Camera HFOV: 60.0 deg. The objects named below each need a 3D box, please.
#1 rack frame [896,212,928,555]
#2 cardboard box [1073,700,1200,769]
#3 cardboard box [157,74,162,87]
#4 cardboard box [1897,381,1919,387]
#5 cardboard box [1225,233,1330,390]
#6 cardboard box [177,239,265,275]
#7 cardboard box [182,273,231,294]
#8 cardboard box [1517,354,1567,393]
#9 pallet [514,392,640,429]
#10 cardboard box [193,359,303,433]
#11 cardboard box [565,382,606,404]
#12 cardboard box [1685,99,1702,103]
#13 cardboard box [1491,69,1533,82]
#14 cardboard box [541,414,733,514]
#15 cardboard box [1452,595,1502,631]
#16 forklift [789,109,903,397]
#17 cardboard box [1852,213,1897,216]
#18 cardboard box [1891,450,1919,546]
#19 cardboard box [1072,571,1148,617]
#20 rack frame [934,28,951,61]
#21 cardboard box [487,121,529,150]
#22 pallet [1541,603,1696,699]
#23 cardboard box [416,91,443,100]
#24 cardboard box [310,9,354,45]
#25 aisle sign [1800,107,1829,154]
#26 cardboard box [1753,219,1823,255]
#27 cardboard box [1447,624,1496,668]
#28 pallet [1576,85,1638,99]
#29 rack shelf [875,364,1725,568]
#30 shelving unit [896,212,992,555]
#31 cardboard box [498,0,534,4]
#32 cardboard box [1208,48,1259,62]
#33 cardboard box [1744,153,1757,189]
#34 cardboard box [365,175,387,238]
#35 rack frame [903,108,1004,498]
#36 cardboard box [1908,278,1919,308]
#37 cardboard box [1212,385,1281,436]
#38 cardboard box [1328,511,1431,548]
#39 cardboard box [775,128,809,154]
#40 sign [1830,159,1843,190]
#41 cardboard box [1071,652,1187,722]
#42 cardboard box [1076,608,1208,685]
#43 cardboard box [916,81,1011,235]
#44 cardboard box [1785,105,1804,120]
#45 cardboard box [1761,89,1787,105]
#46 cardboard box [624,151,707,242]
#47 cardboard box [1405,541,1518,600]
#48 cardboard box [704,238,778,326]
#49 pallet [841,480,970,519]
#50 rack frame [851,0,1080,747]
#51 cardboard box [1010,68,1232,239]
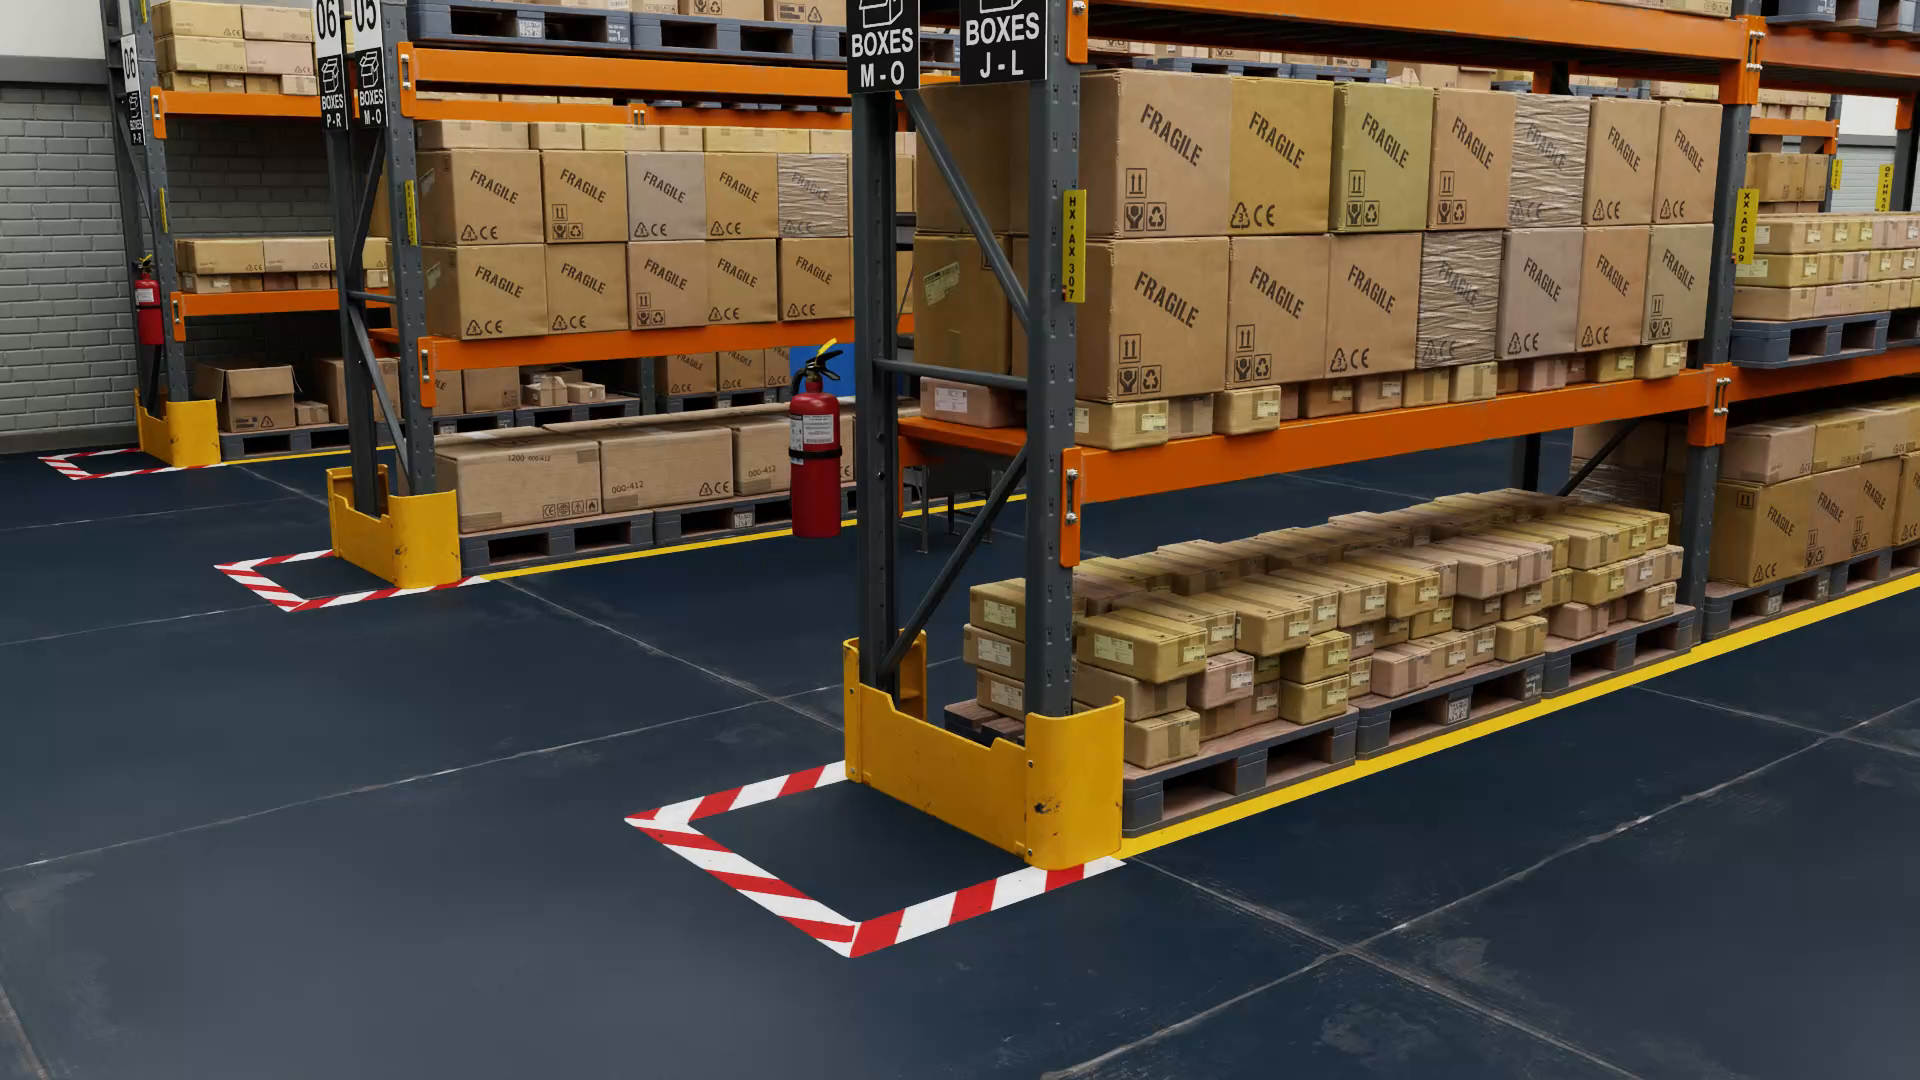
[{"bbox_3d":[-0.320,-0.974,9.660,0.015,2.100,0.400,-9,15,-38],"label":"rack frame"},{"bbox_3d":[0.603,0.645,5.722,0.250,0.149,0.380,-9,15,-37],"label":"cardboard box"},{"bbox_3d":[-6.176,-3.546,12.989,0.250,0.149,0.380,-9,15,-36],"label":"cardboard box"},{"bbox_3d":[5.870,-0.784,9.803,0.500,0.250,0.500,-10,15,-39],"label":"cardboard box"},{"bbox_3d":[0.919,-0.809,5.763,0.500,0.500,0.500,-9,15,-38],"label":"cardboard box"},{"bbox_3d":[-5.759,-2.210,12.959,0.500,0.250,0.500,-9,15,-37],"label":"cardboard box"},{"bbox_3d":[-5.853,-1.998,12.920,0.250,0.149,0.380,-10,15,-38],"label":"cardboard box"},{"bbox_3d":[2.251,-0.704,6.825,0.250,0.149,0.380,-10,16,-40],"label":"cardboard box"},{"bbox_3d":[-3.695,-1.188,15.217,1.213,0.211,1.003,-9,15,-38],"label":"pallet"},{"bbox_3d":[-5.745,-1.171,13.419,0.637,0.503,0.797,-10,16,-40],"label":"cardboard box"},{"bbox_3d":[-3.410,-1.332,15.034,0.250,0.149,0.380,-10,16,-39],"label":"cardboard box"},{"bbox_3d":[7.173,-4.321,16.640,0.250,0.149,0.380,-9,15,-36],"label":"cardboard box"},{"bbox_3d":[5.030,-4.244,15.023,0.500,0.250,0.500,-9,15,-37],"label":"cardboard box"},{"bbox_3d":[-2.015,-0.492,10.381,0.875,0.438,0.875,-9,15,-36],"label":"cardboard box"},{"bbox_3d":[2.002,0.248,6.875,0.250,0.149,0.380,-10,16,-40],"label":"cardboard box"},{"bbox_3d":[0.101,-2.248,13.661,3.031,2.935,1.130,-9,15,-36],"label":"forklift"},{"bbox_3d":[5.149,-1.810,9.595,0.250,0.149,0.380,-10,16,-40],"label":"cardboard box"},{"bbox_3d":[5.079,-0.283,9.247,0.500,0.500,0.500,-10,16,-40],"label":"cardboard box"},{"bbox_3d":[0.481,0.237,6.211,0.250,0.149,0.380,-9,15,-37],"label":"cardboard box"},{"bbox_3d":[-0.035,-6.095,17.168,0.127,3.000,1.000,-9,15,-38],"label":"rack frame"},{"bbox_3d":[-2.567,-2.220,9.152,0.250,0.149,0.380,-9,15,-36],"label":"cardboard box"},{"bbox_3d":[2.615,0.410,7.691,1.213,0.211,1.003,-9,15,-38],"label":"pallet"},{"bbox_3d":[-4.438,-3.687,13.653,0.250,0.149,0.380,-9,15,-37],"label":"cardboard box"},{"bbox_3d":[-4.985,-4.054,13.217,0.500,0.250,0.500,-10,15,-39],"label":"cardboard box"},{"bbox_3d":[9.546,-4.627,18.437,0.004,0.787,0.394,-9,15,-38],"label":"aisle sign"},{"bbox_3d":[3.712,-1.397,7.648,0.250,0.149,0.380,-8,15,-35],"label":"cardboard box"},{"bbox_3d":[1.970,0.405,6.850,0.250,0.149,0.380,-9,15,-37],"label":"cardboard box"},{"bbox_3d":[5.644,-4.188,15.858,1.003,0.211,1.213,-9,15,-38],"label":"pallet"},{"bbox_3d":[1.555,-0.436,6.691,4.000,0.370,1.077,-9,15,-38],"label":"rack shelf"},{"bbox_3d":[-0.129,-1.006,9.810,0.503,2.100,0.431,-9,15,-38],"label":"shelving unit"},{"bbox_3d":[-2.605,-3.057,9.435,0.250,0.149,0.380,-11,16,-42],"label":"cardboard box"},{"bbox_3d":[1.874,-3.802,12.338,0.500,0.500,0.500,-9,15,-37],"label":"cardboard box"},{"bbox_3d":[7.843,-3.786,17.374,0.500,0.500,0.700,-10,15,-38],"label":"cardboard box"},{"bbox_3d":[-4.588,-2.771,13.798,0.500,0.500,0.500,-9,15,-36],"label":"cardboard box"},{"bbox_3d":[-0.054,-1.837,11.558,0.127,3.000,1.000,-9,15,-38],"label":"rack frame"},{"bbox_3d":[4.728,-1.276,8.512,0.250,0.149,0.380,-10,15,-39],"label":"cardboard box"},{"bbox_3d":[0.868,-0.460,5.678,0.250,0.149,0.380,-10,16,-39],"label":"cardboard box"},{"bbox_3d":[1.861,-0.014,7.392,0.250,0.149,0.380,-9,15,-36],"label":"cardboard box"},{"bbox_3d":[-1.134,-2.445,10.212,0.250,0.149,0.380,-10,15,-39],"label":"cardboard box"},{"bbox_3d":[9.647,-4.022,18.301,0.005,0.325,0.100,-9,15,-38],"label":"sign"},{"bbox_3d":[0.563,0.489,5.740,0.250,0.149,0.380,-9,15,-35],"label":"cardboard box"},{"bbox_3d":[0.615,0.357,5.645,0.250,0.149,0.380,-10,16,-40],"label":"cardboard box"},{"bbox_3d":[0.195,-1.311,5.719,0.500,0.500,0.500,-10,15,-39],"label":"cardboard box"},{"bbox_3d":[8.810,-4.580,17.860,0.250,0.149,0.380,-9,15,-36],"label":"cardboard box"},{"bbox_3d":[8.289,-4.690,17.418,0.500,0.250,0.500,-9,15,-36],"label":"cardboard box"},{"bbox_3d":[-1.829,-2.008,9.716,0.500,0.500,0.500,-10,15,-38],"label":"cardboard box"},{"bbox_3d":[2.029,0.121,6.760,0.250,0.149,0.380,-10,16,-40],"label":"cardboard box"},{"bbox_3d":[-1.457,-1.583,10.123,0.500,0.500,0.500,-9,15,-36],"label":"cardboard box"},{"bbox_3d":[-0.697,-0.387,11.442,1.213,0.211,1.003,-9,15,-38],"label":"pallet"},{"bbox_3d":[-0.006,-0.528,5.394,0.127,3.000,1.000,-9,15,-38],"label":"rack frame"},{"bbox_3d":[0.510,-1.227,5.320,0.500,0.500,0.500,-10,15,-38],"label":"cardboard box"}]
